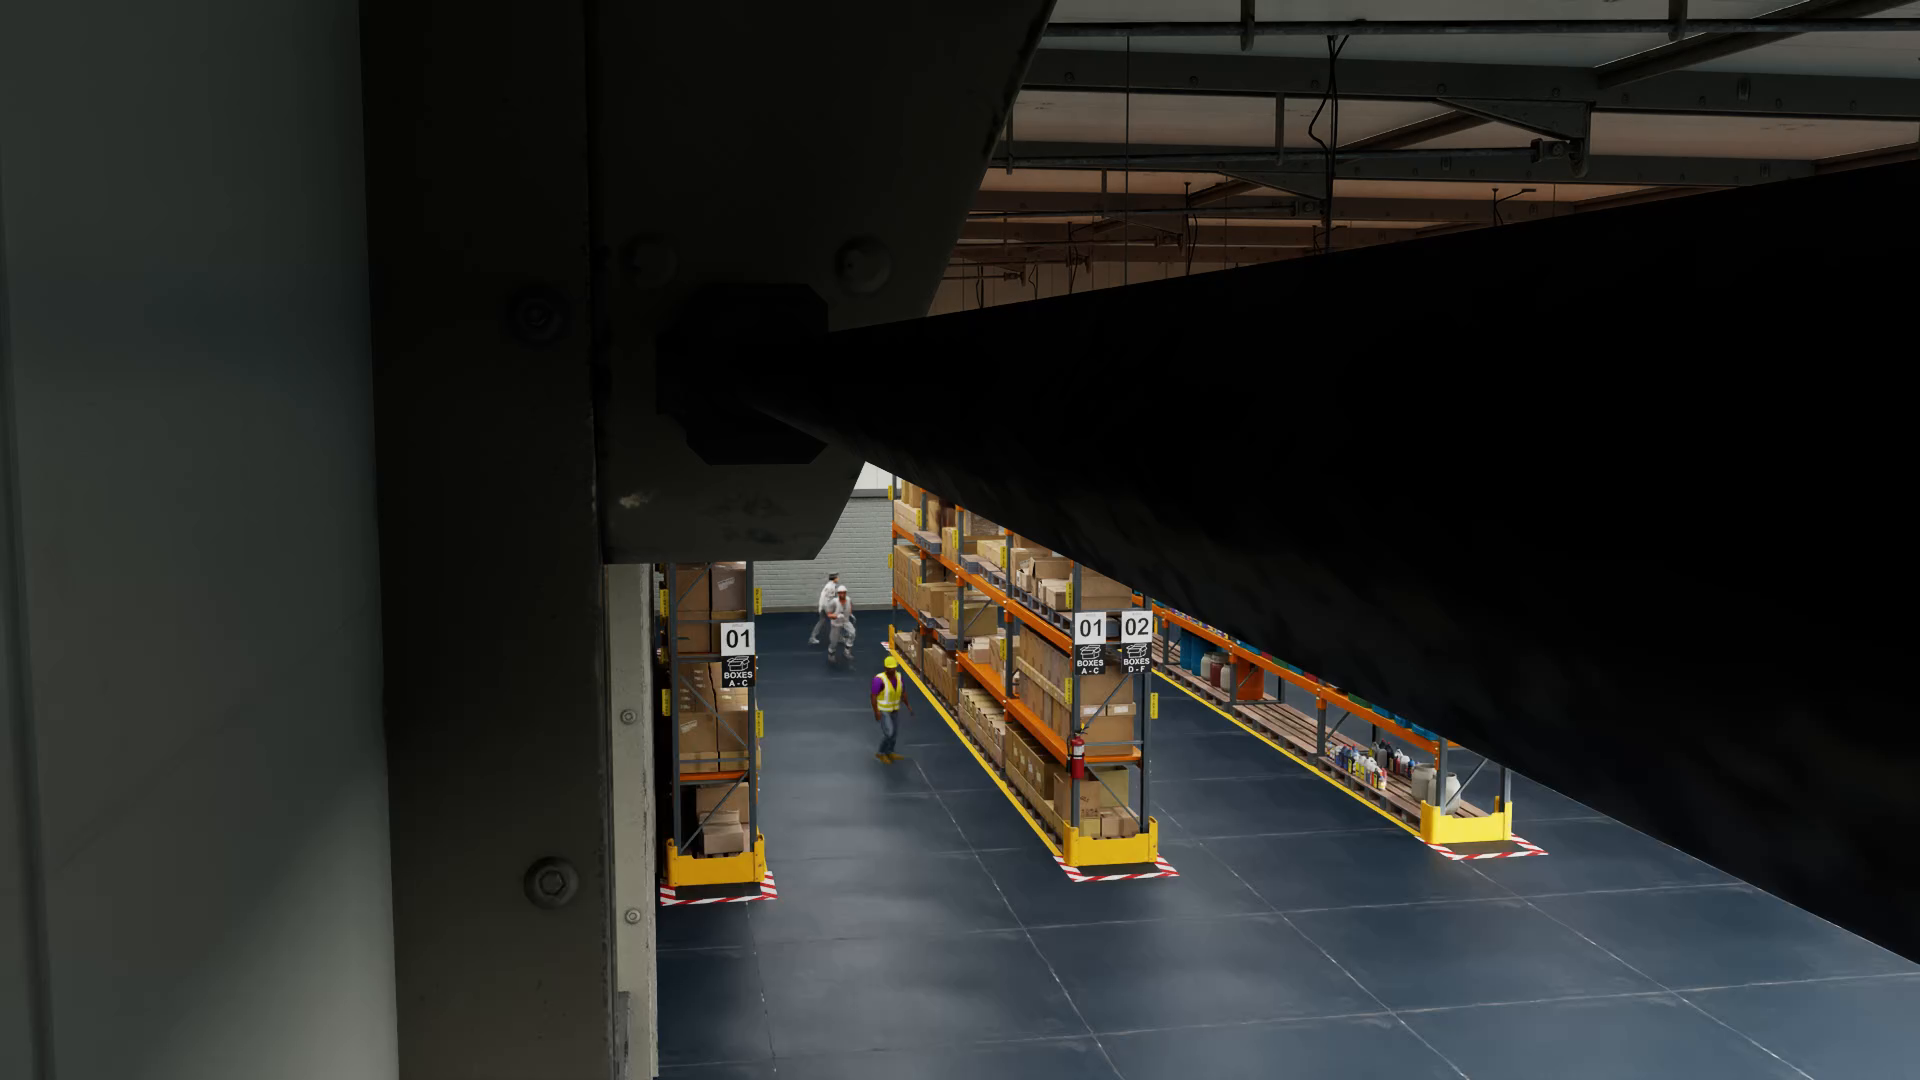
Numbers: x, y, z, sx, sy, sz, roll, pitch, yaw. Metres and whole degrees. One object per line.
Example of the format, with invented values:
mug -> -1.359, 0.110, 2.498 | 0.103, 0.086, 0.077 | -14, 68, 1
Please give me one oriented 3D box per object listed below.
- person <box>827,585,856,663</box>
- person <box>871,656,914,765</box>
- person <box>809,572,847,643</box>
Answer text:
person -> -2.440, 1.743, 34.141 | 0.700, 1.689, 0.994 | -3, 7, -24
person -> -1.123, 2.657, 26.097 | 0.595, 1.732, 0.640 | 6, 9, 44
person -> -2.930, 1.504, 37.164 | 0.907, 1.588, 0.603 | 0, 6, -1
